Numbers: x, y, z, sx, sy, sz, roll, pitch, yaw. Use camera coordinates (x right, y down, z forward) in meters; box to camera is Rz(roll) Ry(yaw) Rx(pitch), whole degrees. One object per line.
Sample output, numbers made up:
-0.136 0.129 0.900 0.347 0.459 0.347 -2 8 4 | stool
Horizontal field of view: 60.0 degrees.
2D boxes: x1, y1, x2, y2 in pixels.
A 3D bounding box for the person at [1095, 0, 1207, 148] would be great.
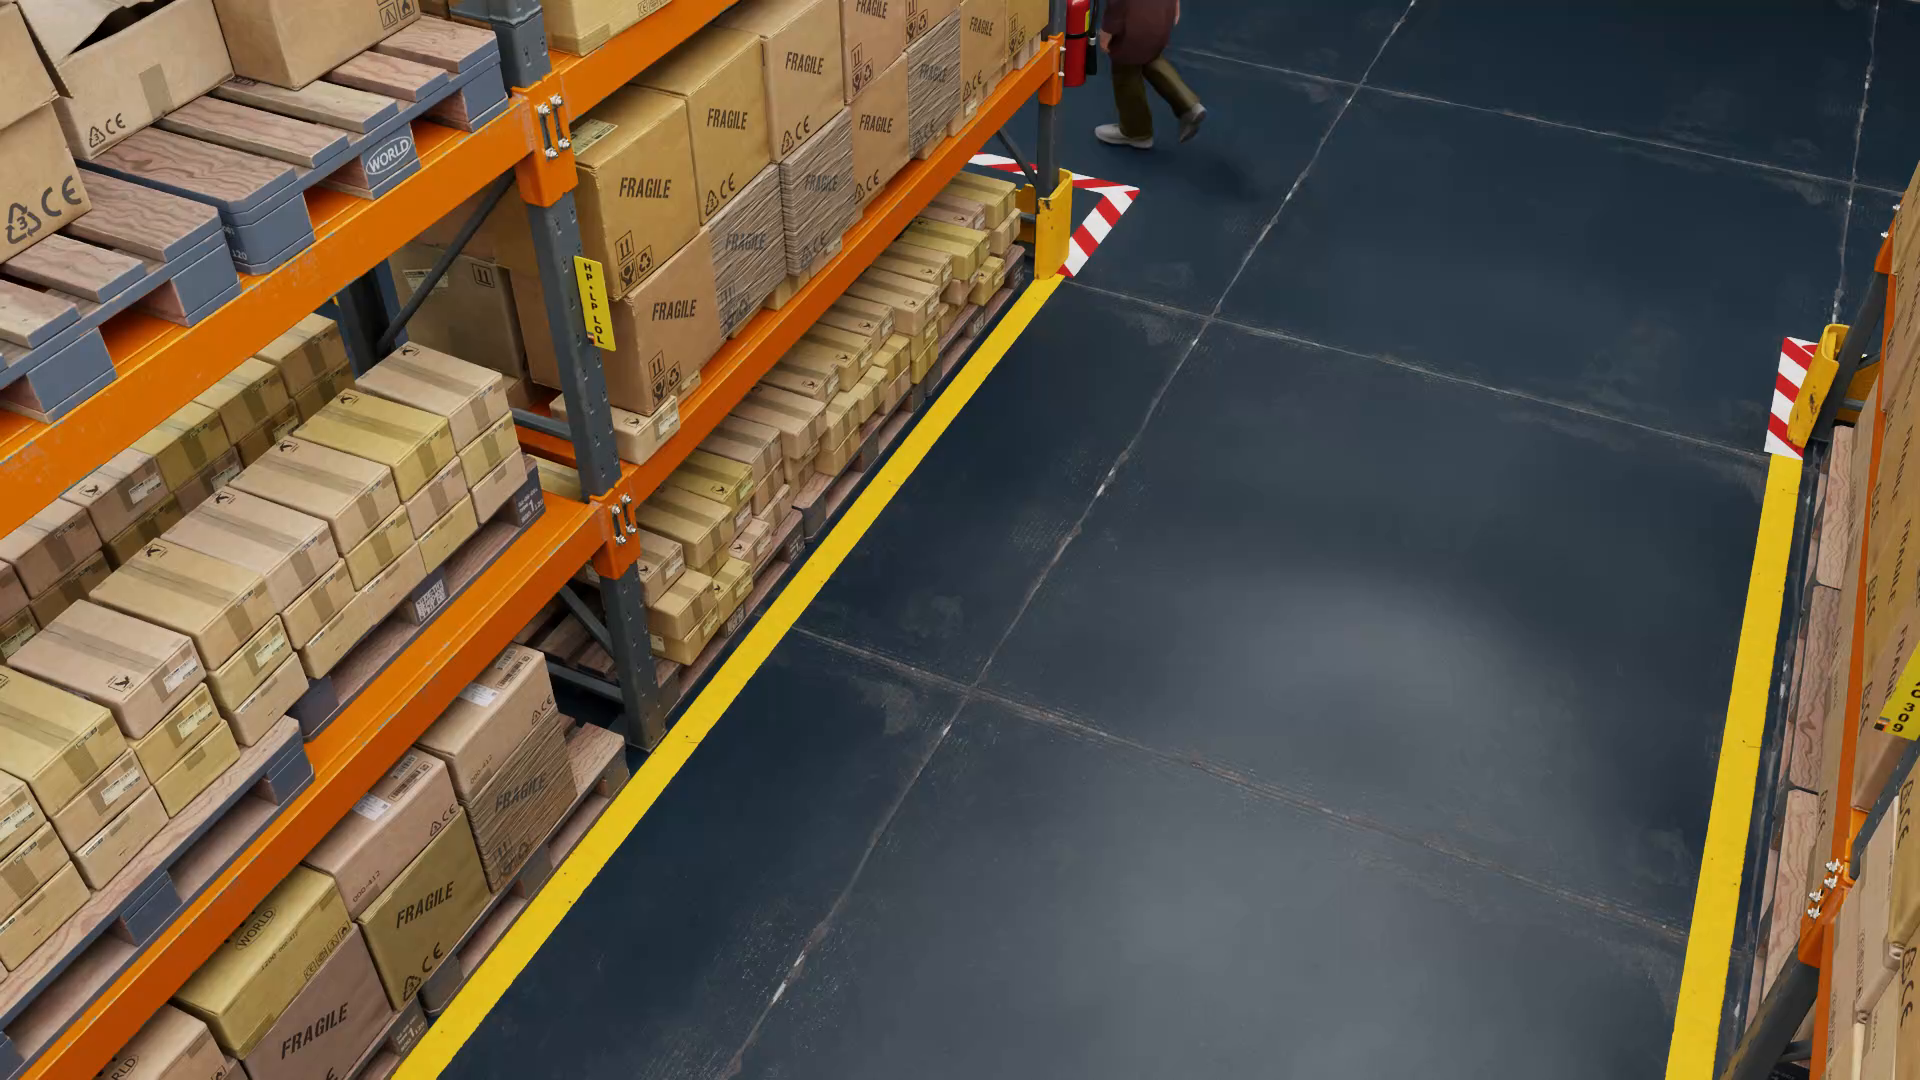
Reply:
1.090 -2.972 9.599 0.678 1.643 0.620 25 47 26 | person
